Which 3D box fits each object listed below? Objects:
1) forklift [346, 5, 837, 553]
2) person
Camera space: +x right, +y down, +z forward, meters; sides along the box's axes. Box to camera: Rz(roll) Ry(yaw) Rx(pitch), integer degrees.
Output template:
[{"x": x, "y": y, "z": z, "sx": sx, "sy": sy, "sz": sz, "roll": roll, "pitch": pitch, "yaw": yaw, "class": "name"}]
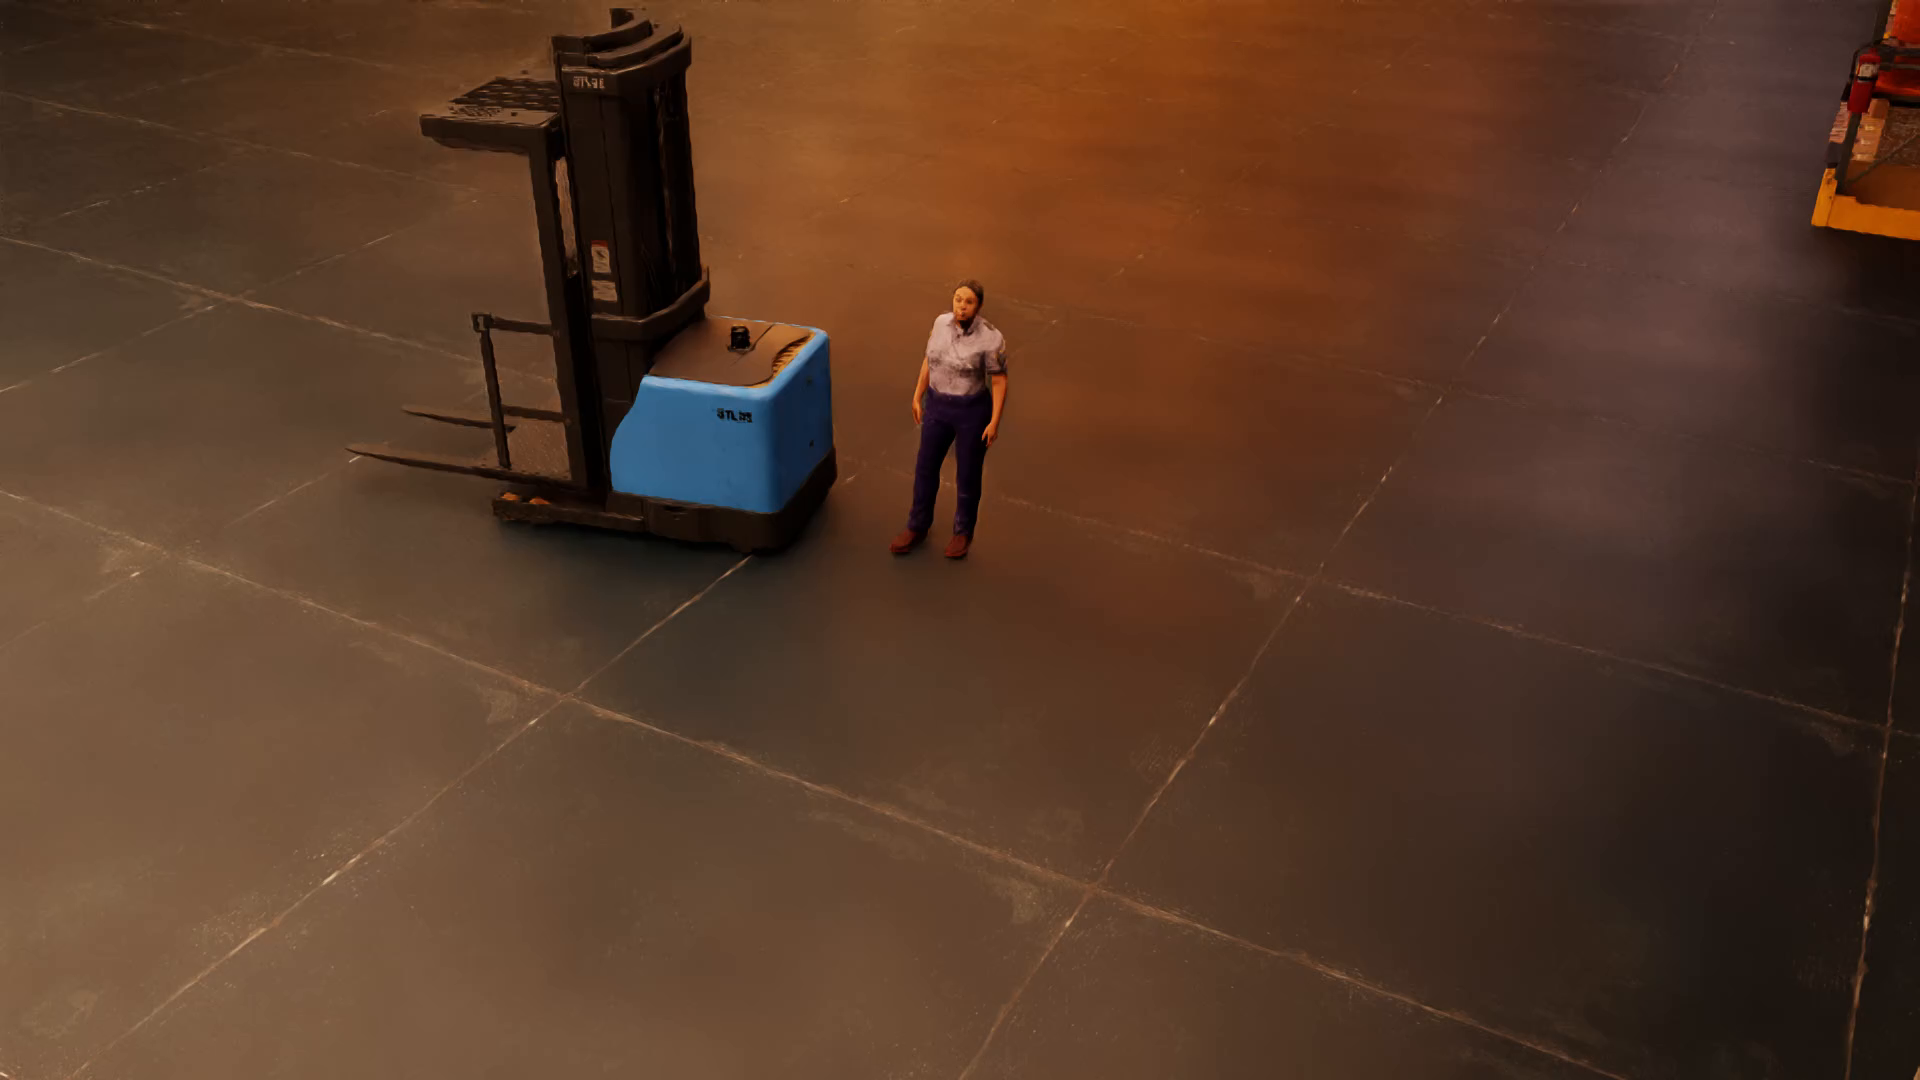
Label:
[{"x": -2.356, "y": -1.604, "z": 9.849, "sx": 3.031, "sy": 2.935, "sz": 1.130, "roll": 8, "pitch": 31, "yaw": 14, "class": "forklift"}, {"x": -0.063, "y": -0.682, "z": 9.531, "sx": 0.599, "sy": 1.642, "sz": 0.502, "roll": 15, "pitch": 33, "yaw": 25, "class": "person"}]
